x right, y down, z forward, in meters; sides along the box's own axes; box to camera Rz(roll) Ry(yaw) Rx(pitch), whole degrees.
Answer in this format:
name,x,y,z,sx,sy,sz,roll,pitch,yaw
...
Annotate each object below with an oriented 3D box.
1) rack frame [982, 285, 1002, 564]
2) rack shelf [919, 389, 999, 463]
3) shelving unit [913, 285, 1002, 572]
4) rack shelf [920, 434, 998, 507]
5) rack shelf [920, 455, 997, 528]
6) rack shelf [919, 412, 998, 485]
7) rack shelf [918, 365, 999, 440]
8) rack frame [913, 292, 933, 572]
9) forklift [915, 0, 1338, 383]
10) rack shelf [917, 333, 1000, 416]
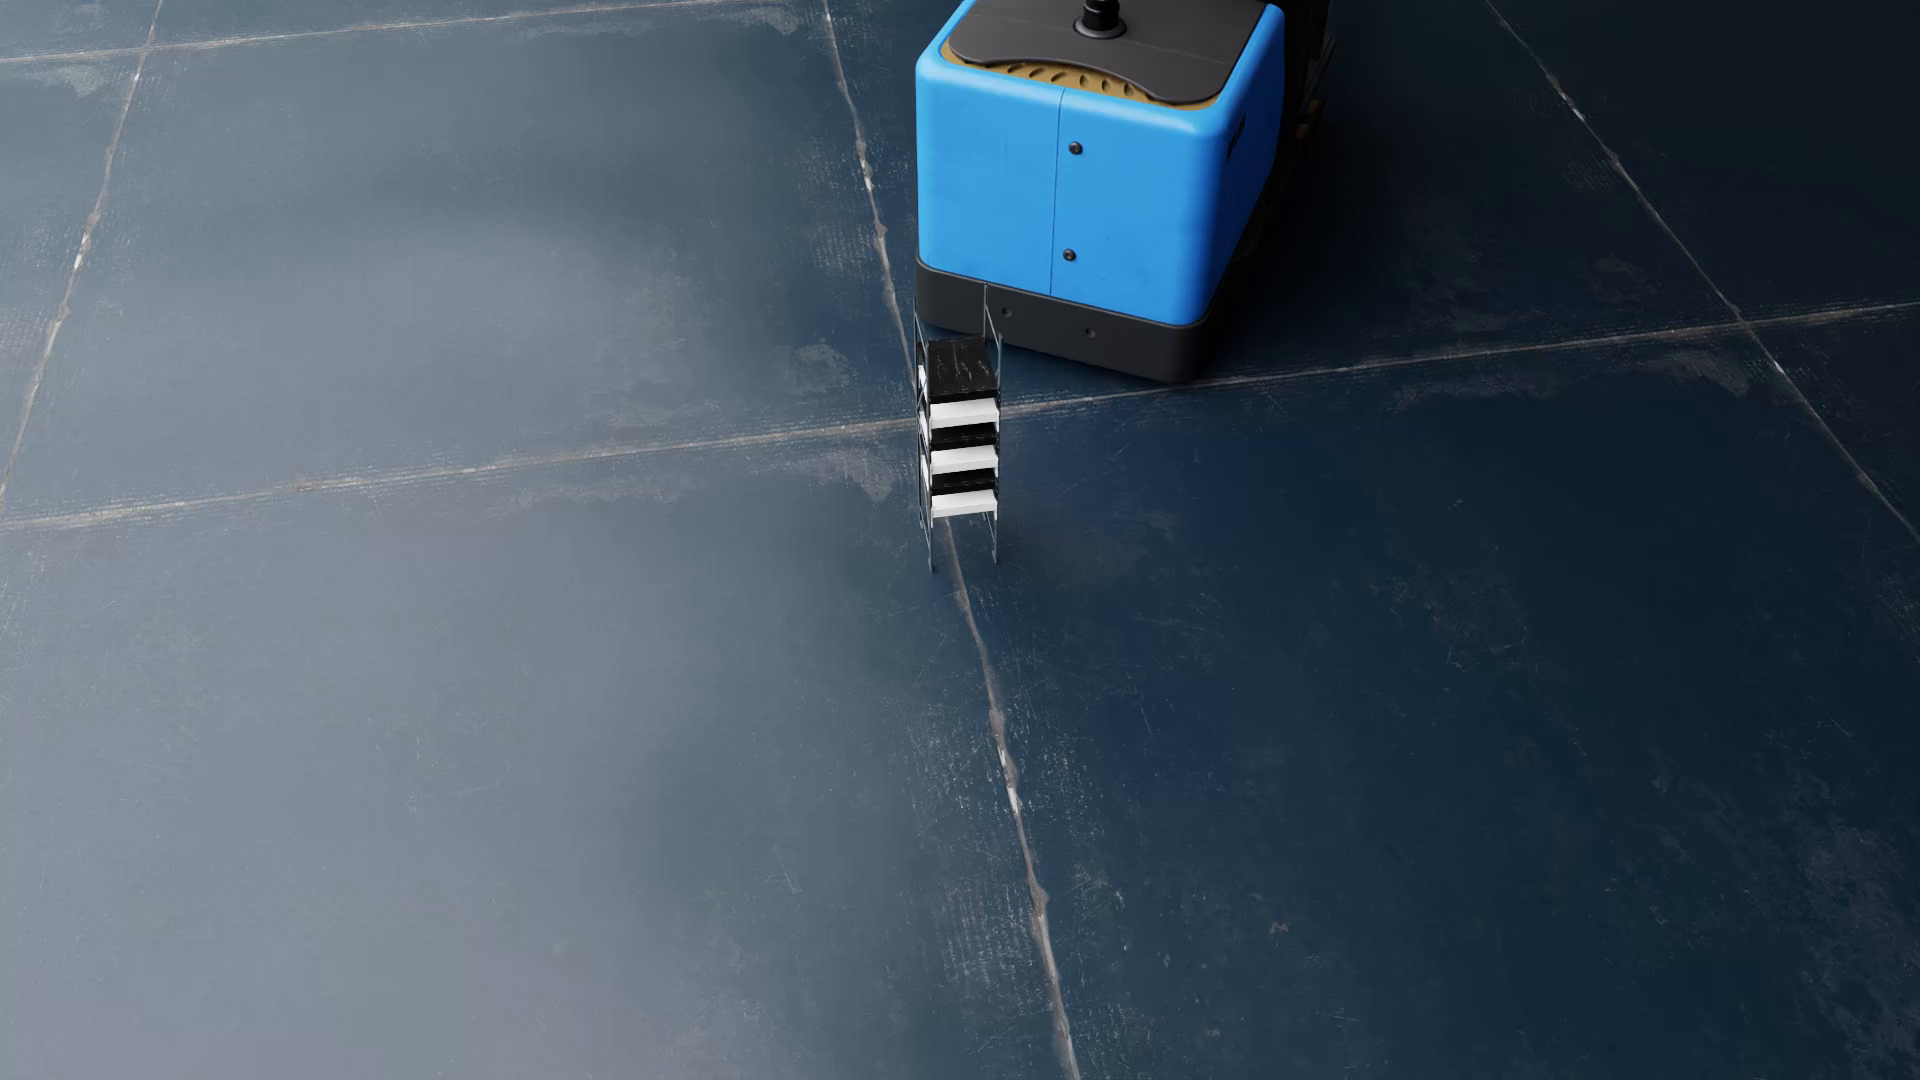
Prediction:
name,x,y,z,sx,sy,sz,roll,pitch,yaw
rack frame,0.092,-0.324,4.937,0.006,0.900,0.240,-7,46,-7
rack shelf,-0.008,-0.351,4.884,0.200,0.077,0.258,-7,46,-7
shelving unit,-0.008,-0.311,4.925,0.210,0.900,0.258,-7,46,-7
rack shelf,-0.008,-0.226,5.014,0.200,0.077,0.258,-7,46,-7
rack shelf,-0.008,-0.163,5.079,0.200,0.077,0.258,-7,46,-7
rack shelf,-0.008,-0.288,4.949,0.200,0.077,0.258,-7,46,-7
rack shelf,-0.008,-0.413,4.819,0.200,0.077,0.258,-7,46,-7
rack frame,-0.108,-0.299,4.913,0.006,0.900,0.240,-7,46,-7
forklift,0.851,-2.631,5.749,1.130,2.935,3.031,16,48,15
rack shelf,-0.008,-0.475,4.755,0.200,0.077,0.258,-7,46,-7
